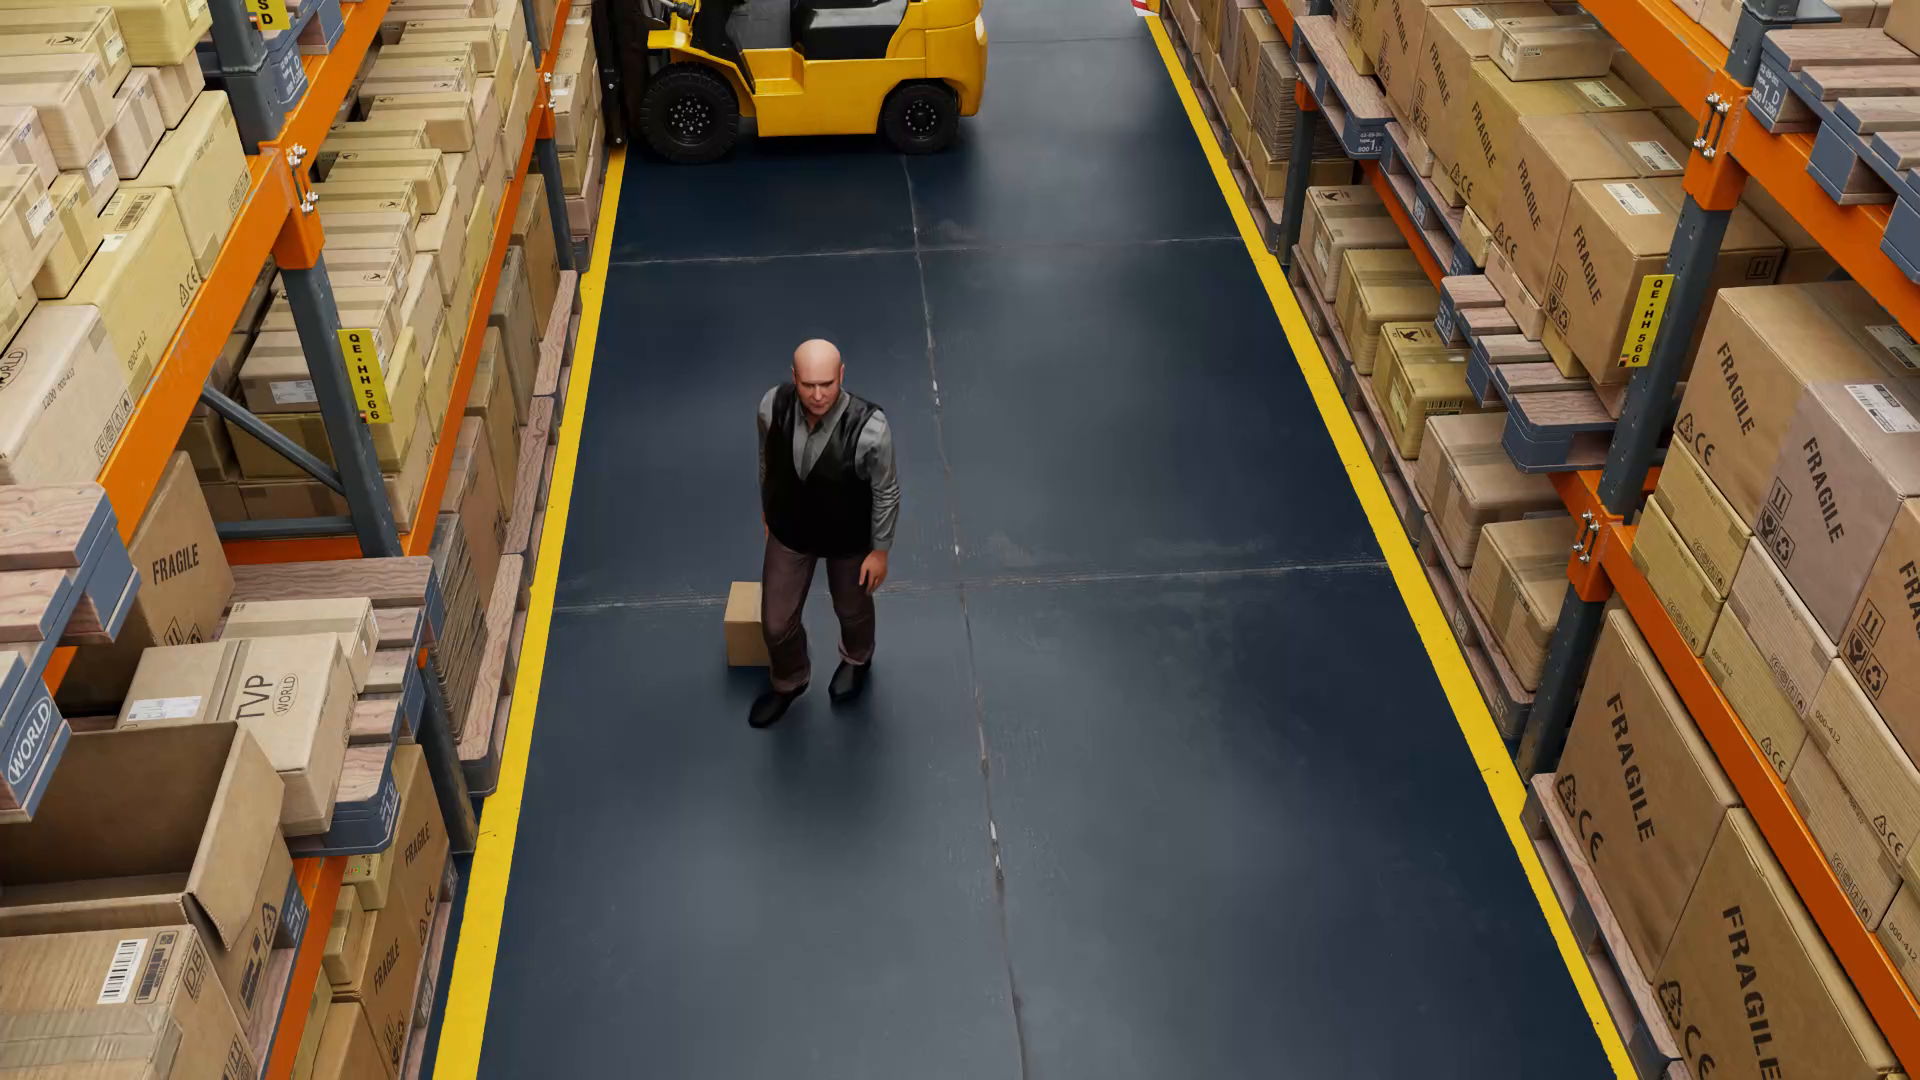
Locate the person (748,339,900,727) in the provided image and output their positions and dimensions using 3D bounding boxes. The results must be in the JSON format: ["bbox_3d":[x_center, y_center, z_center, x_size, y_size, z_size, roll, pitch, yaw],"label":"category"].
[{"bbox_3d":[-0.500,-0.028,6.200,0.615,1.747,0.527,9,40,11],"label":"person"}]
